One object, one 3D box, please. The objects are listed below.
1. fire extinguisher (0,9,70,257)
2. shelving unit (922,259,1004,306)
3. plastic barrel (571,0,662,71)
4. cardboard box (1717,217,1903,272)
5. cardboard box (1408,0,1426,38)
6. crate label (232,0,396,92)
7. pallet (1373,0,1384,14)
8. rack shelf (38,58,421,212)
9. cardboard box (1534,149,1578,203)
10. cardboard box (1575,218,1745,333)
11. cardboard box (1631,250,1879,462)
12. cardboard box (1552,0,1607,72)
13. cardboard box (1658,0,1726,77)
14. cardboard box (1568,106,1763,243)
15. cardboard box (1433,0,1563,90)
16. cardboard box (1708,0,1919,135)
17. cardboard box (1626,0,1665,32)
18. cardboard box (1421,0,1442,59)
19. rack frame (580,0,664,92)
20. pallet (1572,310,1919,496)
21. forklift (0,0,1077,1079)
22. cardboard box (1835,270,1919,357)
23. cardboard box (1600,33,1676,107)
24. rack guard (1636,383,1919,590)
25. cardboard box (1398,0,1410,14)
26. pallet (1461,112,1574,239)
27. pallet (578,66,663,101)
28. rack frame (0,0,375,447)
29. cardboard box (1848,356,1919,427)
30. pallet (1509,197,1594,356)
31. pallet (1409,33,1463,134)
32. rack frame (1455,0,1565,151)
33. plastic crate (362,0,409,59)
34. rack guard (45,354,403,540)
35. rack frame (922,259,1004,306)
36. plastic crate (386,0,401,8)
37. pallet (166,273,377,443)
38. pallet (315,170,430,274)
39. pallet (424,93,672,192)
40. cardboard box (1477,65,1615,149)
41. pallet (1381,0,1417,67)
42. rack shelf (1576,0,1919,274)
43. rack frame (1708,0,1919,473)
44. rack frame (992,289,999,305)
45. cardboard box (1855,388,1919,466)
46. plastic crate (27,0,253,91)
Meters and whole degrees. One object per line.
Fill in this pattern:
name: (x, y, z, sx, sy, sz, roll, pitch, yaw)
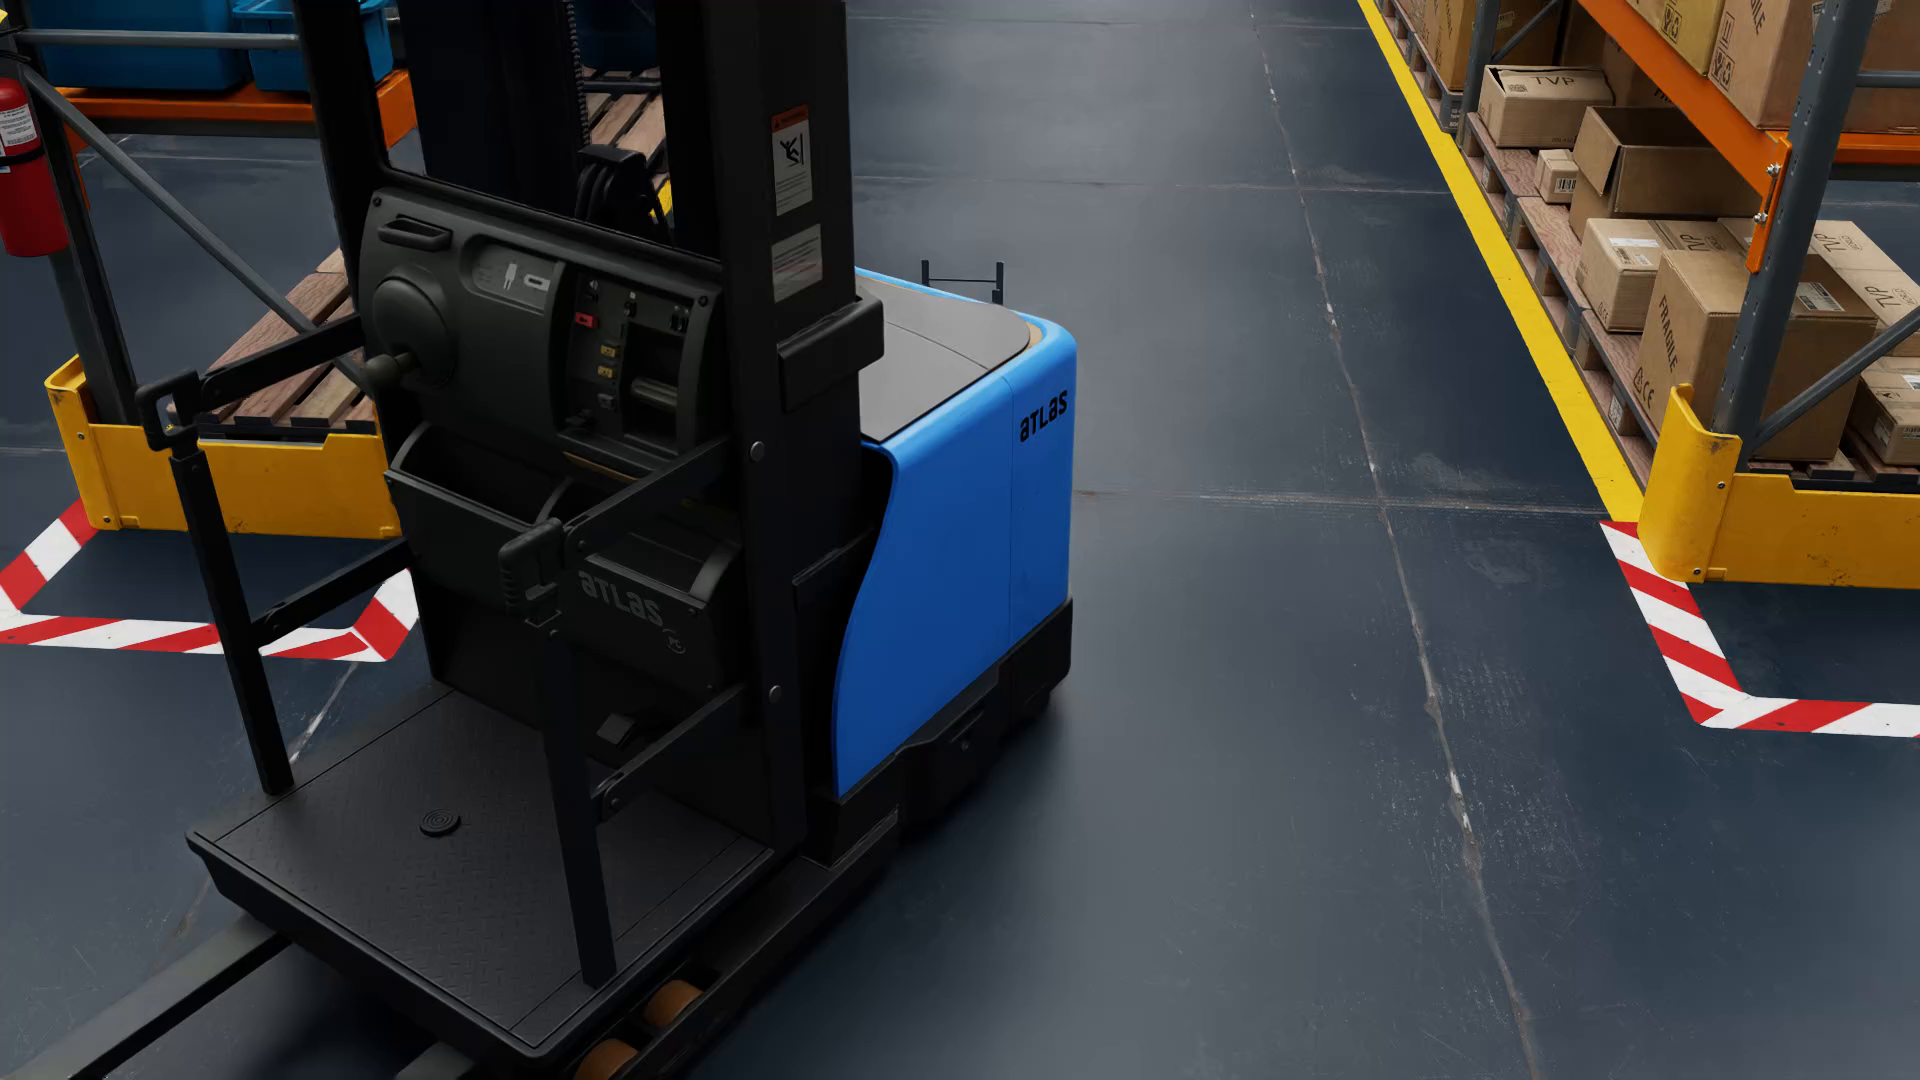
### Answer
fire extinguisher: (-2.684, -1.139, 4.669, 0.296, 0.674, 0.183, 2, 32, 4)
shelving unit: (-0.001, -0.379, 5.007, 0.258, 0.900, 0.210, 2, 32, 4)
plastic barrel: (-1.832, -3.051, 8.942, 0.600, 0.901, 0.708, 2, 32, 4)
cardboard box: (3.126, -0.989, 6.197, 0.500, 0.250, 0.500, 2, 32, 4)
cardboard box: (2.888, -3.182, 9.518, 0.500, 0.500, 0.500, 3, 32, 5)
crate label: (-1.871, -1.460, 4.862, 0.416, 0.233, 0.303, 2, 32, 4)
pallet: (3.271, -3.784, 11.190, 1.003, 0.211, 1.213, 2, 32, 4)
rack shelf: (-2.056, -2.130, 6.533, 1.077, 0.370, 4.000, 2, 32, 4)
cardboard box: (2.733, -1.587, 7.247, 0.380, 0.166, 0.250, 2, 32, 4)
cardboard box: (2.624, -0.984, 6.189, 0.500, 0.250, 0.500, 2, 32, 4)
cardboard box: (2.516, -0.595, 5.320, 0.500, 0.500, 0.500, 2, 32, 4)
cardboard box: (3.326, -2.634, 8.629, 0.500, 0.500, 0.500, 1, 32, 2)
cardboard box: (2.522, -1.737, 5.114, 0.500, 0.500, 0.500, 3, 32, 4)
cardboard box: (2.896, -1.411, 6.640, 0.797, 0.503, 0.637, 2, 32, 4)
cardboard box: (2.798, -2.662, 8.674, 0.500, 0.500, 0.500, 2, 32, 4)
cardboard box: (2.483, -1.465, 4.674, 0.500, 0.500, 0.500, 3, 32, 5)
cardboard box: (2.568, -1.998, 5.537, 0.500, 0.500, 0.500, 3, 32, 4)
cardboard box: (2.847, -2.920, 9.093, 0.500, 0.500, 0.500, 3, 32, 4)
rack frame: (-1.893, -3.482, 8.041, 1.000, 3.000, 0.127, 2, 32, 4)
pallet: (2.788, -0.446, 5.774, 1.003, 0.211, 1.213, 2, 32, 4)
forklift: (-0.948, -0.361, 3.042, 1.130, 2.935, 3.031, 20, 37, 29)
cardboard box: (3.085, -0.727, 5.773, 0.500, 0.250, 0.500, 2, 32, 4)
cardboard box: (3.280, -2.082, 7.732, 0.500, 0.500, 0.500, 2, 32, 4)
rack guard: (2.724, -0.153, 5.021, 1.175, 0.500, 0.348, 2, 32, 4)
cardboard box: (2.927, -3.448, 9.950, 0.500, 0.500, 0.500, 1, 32, 2)
pallet: (2.987, -1.722, 7.844, 1.003, 0.211, 1.213, 2, 32, 4)
pallet: (-1.789, -2.697, 9.425, 1.003, 0.211, 1.213, 2, 32, 4)
rack frame: (-2.219, -1.391, 4.647, 1.000, 3.000, 0.127, 2, 32, 4)
cardboard box: (3.115, -0.493, 5.472, 0.380, 0.166, 0.250, 2, 32, 4)
pallet: (2.890, -1.083, 6.806, 1.003, 0.211, 1.213, 2, 32, 4)
pallet: (3.072, -2.508, 9.119, 1.003, 0.211, 1.213, 2, 32, 4)
rack frame: (3.043, -3.269, 7.695, 1.000, 3.000, 0.127, 2, 32, 4)
plastic crate: (-1.762, -1.583, 5.154, 0.250, 0.136, 0.298, 2, 32, 4)
rack guard: (-2.208, -0.313, 5.282, 1.175, 0.500, 0.348, 2, 32, 4)
rack frame: (0.008, -0.432, 5.093, 0.240, 0.900, 0.006, 2, 32, 4)
plastic crate: (-1.817, -1.804, 5.421, 0.416, 0.233, 0.300, 2, 32, 4)
pallet: (-2.113, -0.633, 6.076, 1.003, 0.211, 1.213, 2, 32, 4)
pallet: (-2.011, -1.269, 7.108, 1.003, 0.211, 1.213, 2, 32, 4)
pallet: (-1.914, -1.909, 8.146, 1.003, 0.211, 1.213, 2, 32, 4)
cardboard box: (2.794, -2.101, 7.944, 0.500, 0.311, 0.500, 2, 32, 4)
pallet: (3.169, -3.148, 10.157, 1.003, 0.211, 1.213, 2, 32, 4)
rack shelf: (2.881, -1.917, 6.187, 1.077, 0.370, 4.000, 2, 32, 4)
rack frame: (2.718, -1.177, 4.301, 1.000, 3.000, 0.127, 2, 32, 4)
rack frame: (-0.009, -0.326, 4.921, 0.240, 0.900, 0.006, 2, 32, 4)
cardboard box: (3.094, -0.355, 5.265, 0.380, 0.149, 0.250, 2, 32, 4)
plastic crate: (-2.378, -1.614, 4.919, 0.616, 0.435, 0.499, 2, 32, 4)
